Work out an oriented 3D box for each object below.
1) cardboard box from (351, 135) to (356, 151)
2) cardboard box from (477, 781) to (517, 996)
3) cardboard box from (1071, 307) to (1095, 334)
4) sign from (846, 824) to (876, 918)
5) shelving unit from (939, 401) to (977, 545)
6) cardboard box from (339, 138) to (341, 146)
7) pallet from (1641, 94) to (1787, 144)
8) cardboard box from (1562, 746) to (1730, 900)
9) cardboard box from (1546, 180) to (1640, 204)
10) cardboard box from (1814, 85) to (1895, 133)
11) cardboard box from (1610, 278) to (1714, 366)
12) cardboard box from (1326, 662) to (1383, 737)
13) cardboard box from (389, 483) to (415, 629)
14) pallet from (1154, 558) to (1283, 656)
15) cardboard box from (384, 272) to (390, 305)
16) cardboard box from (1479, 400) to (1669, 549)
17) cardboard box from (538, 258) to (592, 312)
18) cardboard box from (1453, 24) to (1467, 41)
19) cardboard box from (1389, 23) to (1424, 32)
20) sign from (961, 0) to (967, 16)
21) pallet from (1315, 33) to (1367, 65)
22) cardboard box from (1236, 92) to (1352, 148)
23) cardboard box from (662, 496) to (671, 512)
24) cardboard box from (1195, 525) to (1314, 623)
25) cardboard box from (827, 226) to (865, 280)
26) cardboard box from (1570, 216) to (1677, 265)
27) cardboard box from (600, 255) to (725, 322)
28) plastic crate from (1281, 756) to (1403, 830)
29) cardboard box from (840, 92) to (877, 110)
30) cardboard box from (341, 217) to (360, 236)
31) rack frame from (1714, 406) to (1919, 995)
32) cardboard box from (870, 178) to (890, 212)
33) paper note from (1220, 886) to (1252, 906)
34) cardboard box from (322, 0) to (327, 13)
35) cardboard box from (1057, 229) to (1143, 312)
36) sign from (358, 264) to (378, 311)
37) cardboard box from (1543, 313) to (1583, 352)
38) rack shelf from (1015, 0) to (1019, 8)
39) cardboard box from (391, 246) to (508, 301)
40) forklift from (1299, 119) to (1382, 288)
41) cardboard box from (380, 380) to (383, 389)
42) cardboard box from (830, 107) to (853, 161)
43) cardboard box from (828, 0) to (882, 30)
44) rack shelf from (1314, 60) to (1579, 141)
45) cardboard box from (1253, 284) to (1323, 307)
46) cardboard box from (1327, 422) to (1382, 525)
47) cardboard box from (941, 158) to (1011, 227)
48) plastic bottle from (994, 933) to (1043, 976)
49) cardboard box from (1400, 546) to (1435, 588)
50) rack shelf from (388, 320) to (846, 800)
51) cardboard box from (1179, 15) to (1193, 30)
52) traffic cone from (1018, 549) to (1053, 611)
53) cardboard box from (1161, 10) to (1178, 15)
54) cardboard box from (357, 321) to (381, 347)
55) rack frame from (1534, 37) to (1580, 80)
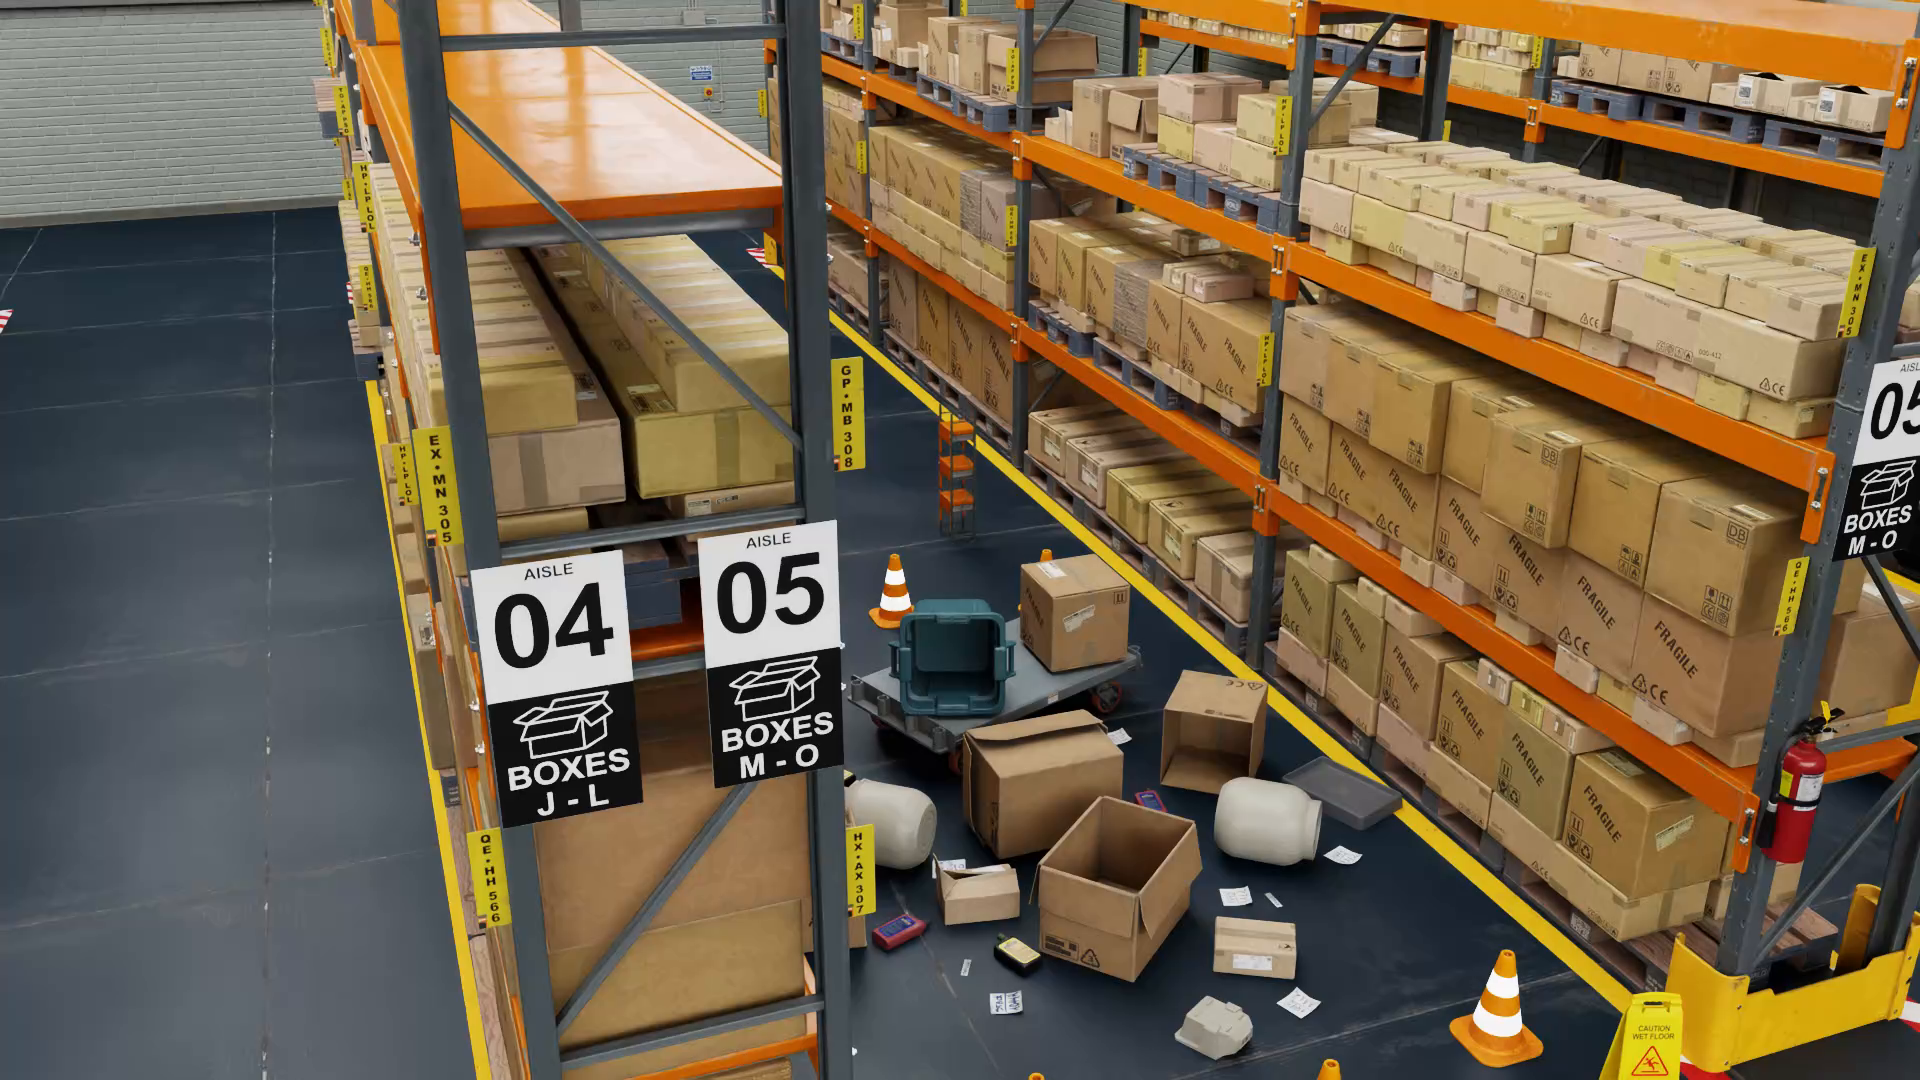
[{"bbox_3d":[-4.102,-2.960,11.921,0.500,0.500,0.500,-8,24,-19],"label":"cardboard box"},{"bbox_3d":[-1.225,1.153,5.960,0.875,0.550,0.550,-8,24,-19],"label":"cardboard box"},{"bbox_3d":[1.073,-1.694,12.689,0.380,0.149,0.250,-8,24,-19],"label":"cardboard box"},{"bbox_3d":[-0.315,1.038,5.209,0.100,0.325,0.005,-8,24,-19],"label":"sign"},{"bbox_3d":[-0.019,-0.503,12.592,0.215,1.050,0.252,-8,24,-19],"label":"shelving unit"},{"bbox_3d":[-6.231,-4.336,17.377,0.500,0.500,0.500,-9,24,-20],"label":"cardboard box"},{"bbox_3d":[6.296,-3.413,13.366,1.003,0.211,1.213,-7,24,-17],"label":"pallet"},{"bbox_3d":[3.232,1.304,7.828,0.500,0.500,0.500,-8,24,-19],"label":"cardboard box"},{"bbox_3d":[3.183,-1.708,8.376,0.380,0.149,0.250,-8,24,-18],"label":"cardboard box"},{"bbox_3d":[6.504,-3.115,11.861,0.500,0.311,0.500,-9,25,-21],"label":"cardboard box"},{"bbox_3d":[3.162,-0.953,7.096,0.500,0.250,0.500,-9,24,-20],"label":"cardboard box"},{"bbox_3d":[2.501,0.895,9.763,0.500,0.250,0.500,-7,24,-16],"label":"cardboard box"},{"bbox_3d":[-3.220,0.035,11.162,1.050,0.750,0.750,-8,24,-18],"label":"cardboard box"},{"bbox_3d":[2.069,0.380,11.576,1.003,0.211,1.213,-8,24,-19],"label":"pallet"},{"bbox_3d":[-2.346,-1.139,7.383,0.380,0.149,0.250,-8,24,-19],"label":"cardboard box"},{"bbox_3d":[2.926,-0.324,7.858,0.700,0.500,0.500,-9,24,-20],"label":"cardboard box"},{"bbox_3d":[-1.303,-0.903,6.309,0.500,0.250,0.500,-8,24,-19],"label":"cardboard box"},{"bbox_3d":[4.810,-4.856,15.844,0.380,0.149,0.250,-9,24,-20],"label":"cardboard box"},{"bbox_3d":[4.456,-5.134,16.478,0.380,0.149,0.250,-8,24,-19],"label":"cardboard box"},{"bbox_3d":[0.024,-5.372,16.701,0.100,0.325,0.005,-8,24,-19],"label":"sign"},{"bbox_3d":[4.327,-5.260,17.748,1.213,0.211,1.003,-8,24,-19],"label":"pallet"},{"bbox_3d":[2.022,-2.552,10.090,0.500,0.250,0.500,-8,24,-18],"label":"cardboard box"},{"bbox_3d":[-0.748,-0.220,5.201,0.380,0.149,0.250,-8,24,-18],"label":"cardboard box"},{"bbox_3d":[2.158,0.205,11.244,0.950,0.372,0.625,-8,24,-18],"label":"cardboard box"},{"bbox_3d":[-1.236,-3.438,19.802,0.875,0.438,0.875,-8,24,-18],"label":"cardboard box"},{"bbox_3d":[3.012,-1.362,7.554,0.380,0.149,0.250,-9,24,-21],"label":"cardboard box"},{"bbox_3d":[-1.015,-0.861,5.695,0.380,0.149,0.250,-9,24,-20],"label":"cardboard box"},{"bbox_3d":[2.133,1.406,9.310,0.402,0.080,0.583,-18,29,-37],"label":"plastic crate"},{"bbox_3d":[-1.064,-4.695,17.776,0.380,0.149,0.250,-9,24,-19],"label":"cardboard box"},{"bbox_3d":[-5.088,-2.673,14.248,0.380,0.149,0.250,-9,24,-20],"label":"cardboard box"},{"bbox_3d":[3.759,0.831,6.915,1.000,3.000,0.127,-8,24,-19],"label":"rack frame"},{"bbox_3d":[-0.589,-3.491,16.721,0.500,0.250,0.500,-9,24,-21],"label":"cardboard box"},{"bbox_3d":[1.403,1.805,8.442,0.148,0.019,0.142,0,23,-1],"label":"paper note"},{"bbox_3d":[-6.401,-5.552,17.236,0.380,0.149,0.250,-8,24,-18],"label":"cardboard box"},{"bbox_3d":[1.066,-2.068,12.743,0.500,0.500,0.500,-7,24,-16],"label":"cardboard box"},{"bbox_3d":[-4.167,-1.779,11.719,0.100,0.325,0.005,-8,24,-19],"label":"sign"},{"bbox_3d":[2.945,-0.995,7.711,0.380,0.149,0.250,-9,24,-20],"label":"cardboard box"},{"bbox_3d":[0.226,-5.051,14.588,1.077,0.370,4.000,-8,24,-19],"label":"rack shelf"},{"bbox_3d":[-1.812,-0.956,5.922,0.380,0.149,0.250,-8,24,-19],"label":"cardboard box"},{"bbox_3d":[3.498,-2.083,13.918,3.031,2.935,1.130,-6,24,-15],"label":"forklift"},{"bbox_3d":[-4.874,-1.358,14.787,0.500,0.500,0.500,-7,24,-17],"label":"cardboard box"},{"bbox_3d":[-1.077,-4.355,17.804,0.500,0.500,0.500,-9,24,-20],"label":"cardboard box"},{"bbox_3d":[-0.987,-5.684,17.709,0.797,0.503,0.637,-6,24,-15],"label":"cardboard box"},{"bbox_3d":[4.868,-4.535,16.712,1.077,0.370,4.000,-8,24,-19],"label":"rack shelf"},{"bbox_3d":[2.271,-1.390,11.134,0.500,0.500,0.500,-8,24,-19],"label":"cardboard box"},{"bbox_3d":[2.439,-0.428,9.391,0.500,0.500,0.500,-8,24,-19],"label":"cardboard box"},{"bbox_3d":[0.147,-3.101,14.829,0.500,0.500,0.500,-8,24,-19],"label":"cardboard box"},{"bbox_3d":[0.257,1.980,7.975,0.133,0.061,0.283,-18,29,-37],"label":"plastic bottle"},{"bbox_3d":[2.600,0.118,8.931,0.380,0.149,0.250,-8,24,-19],"label":"cardboard box"},{"bbox_3d":[-1.543,-0.230,6.498,1.077,0.370,4.000,-8,24,-19],"label":"rack shelf"},{"bbox_3d":[2.927,-6.397,20.527,0.380,0.149,0.250,-8,24,-19],"label":"cardboard box"},{"bbox_3d":[0.598,0.289,11.470,0.336,0.463,0.334,-8,24,-19],"label":"traffic cone"},{"bbox_3d":[2.849,-6.734,20.813,0.500,0.250,0.500,-8,24,-18],"label":"cardboard box"},{"bbox_3d":[-4.267,-1.553,12.356,0.380,0.149,0.250,-8,24,-18],"label":"cardboard box"},{"bbox_3d":[5.575,-5.522,14.266,1.000,3.000,0.127,-8,24,-19],"label":"rack frame"}]
